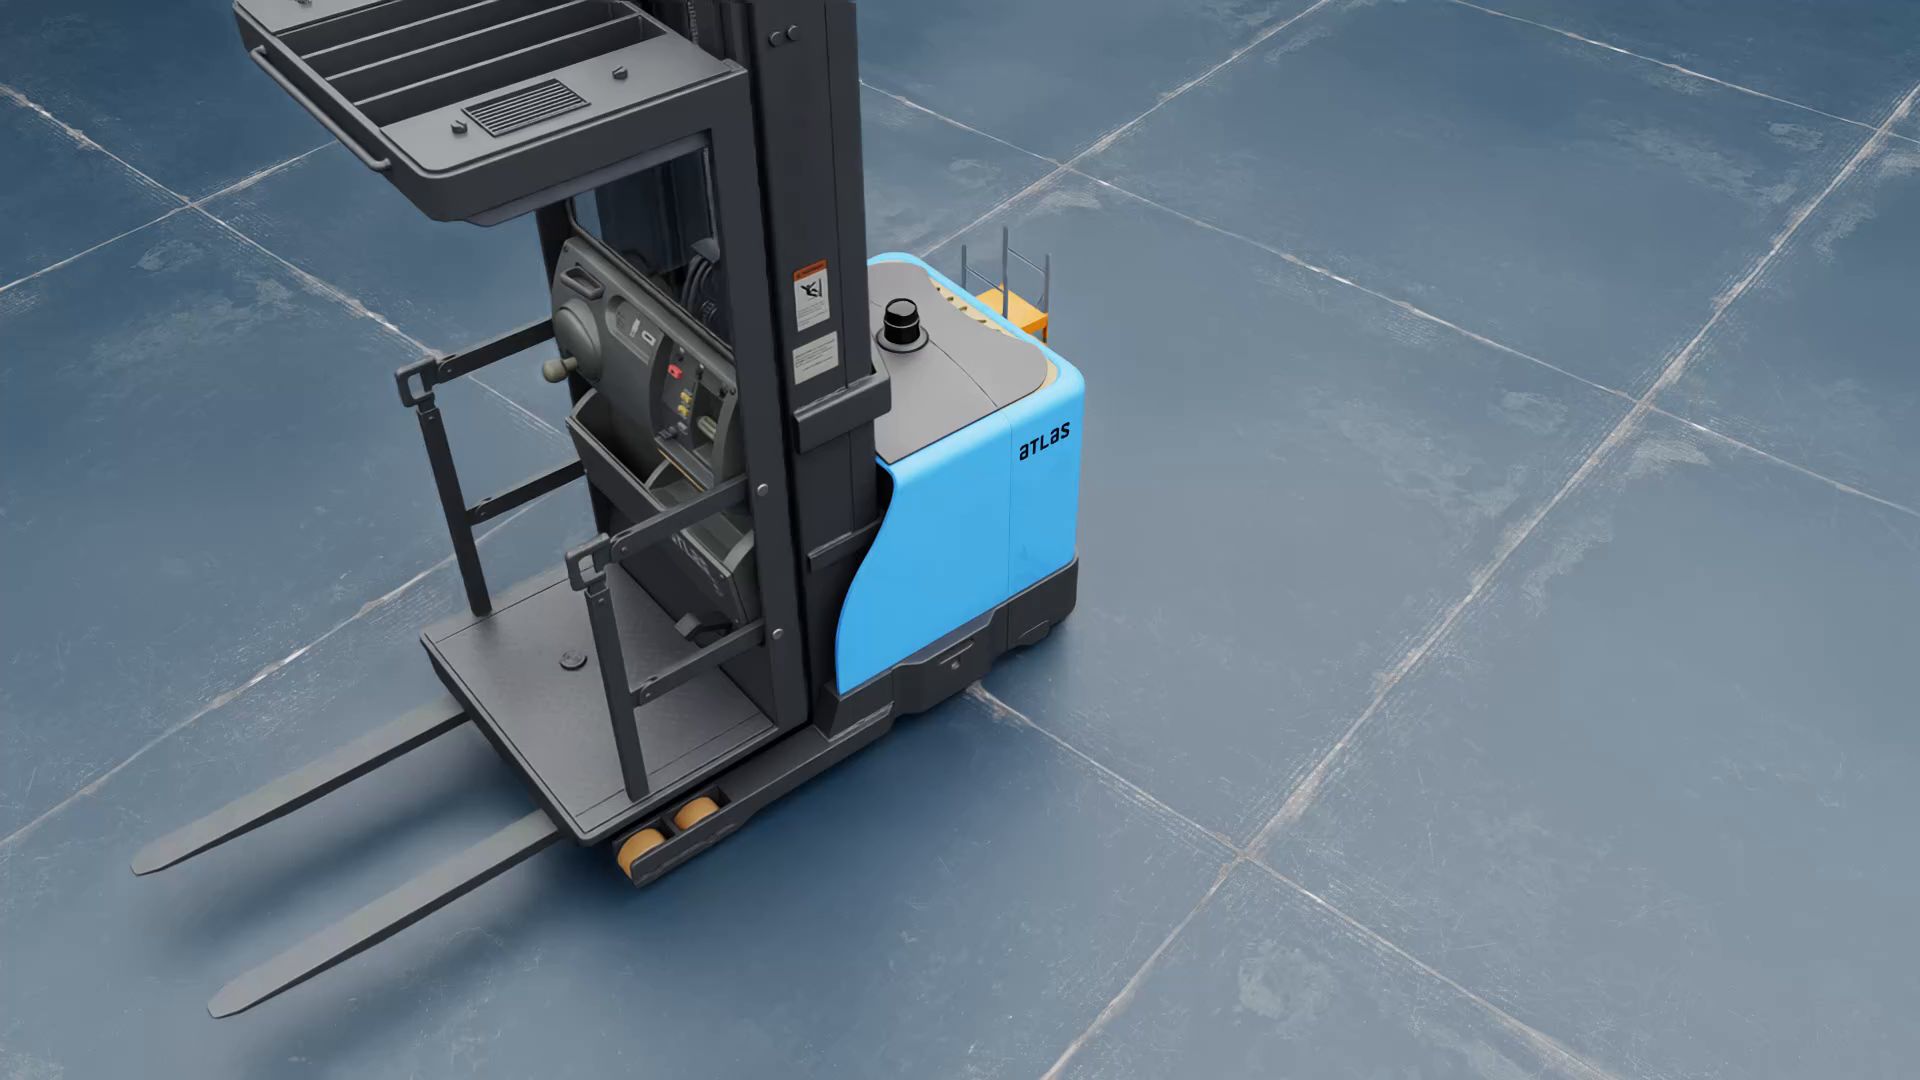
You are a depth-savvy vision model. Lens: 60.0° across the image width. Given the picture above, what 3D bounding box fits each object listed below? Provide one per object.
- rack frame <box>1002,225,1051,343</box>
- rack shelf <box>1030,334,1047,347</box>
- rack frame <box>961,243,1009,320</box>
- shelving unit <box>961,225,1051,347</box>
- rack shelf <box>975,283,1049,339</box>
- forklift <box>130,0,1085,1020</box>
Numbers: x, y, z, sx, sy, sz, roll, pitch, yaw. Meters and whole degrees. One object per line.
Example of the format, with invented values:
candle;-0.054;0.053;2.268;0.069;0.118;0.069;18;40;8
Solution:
rack frame;0.224;-0.563;5.977;0.006;1.200;0.240;-29;49;-28
rack shelf;0.153;-0.669;5.803;0.180;0.103;0.258;-29;49;-28
rack frame;0.082;-0.485;5.892;0.006;1.200;0.240;-29;49;-28
shelving unit;0.153;-0.524;5.934;0.189;1.200;0.258;-29;49;-28
rack shelf;0.153;-0.757;5.722;0.180;0.103;0.258;-29;49;-28
forklift;-1.052;-0.439;4.554;3.031;2.935;1.130;-29;49;-28
